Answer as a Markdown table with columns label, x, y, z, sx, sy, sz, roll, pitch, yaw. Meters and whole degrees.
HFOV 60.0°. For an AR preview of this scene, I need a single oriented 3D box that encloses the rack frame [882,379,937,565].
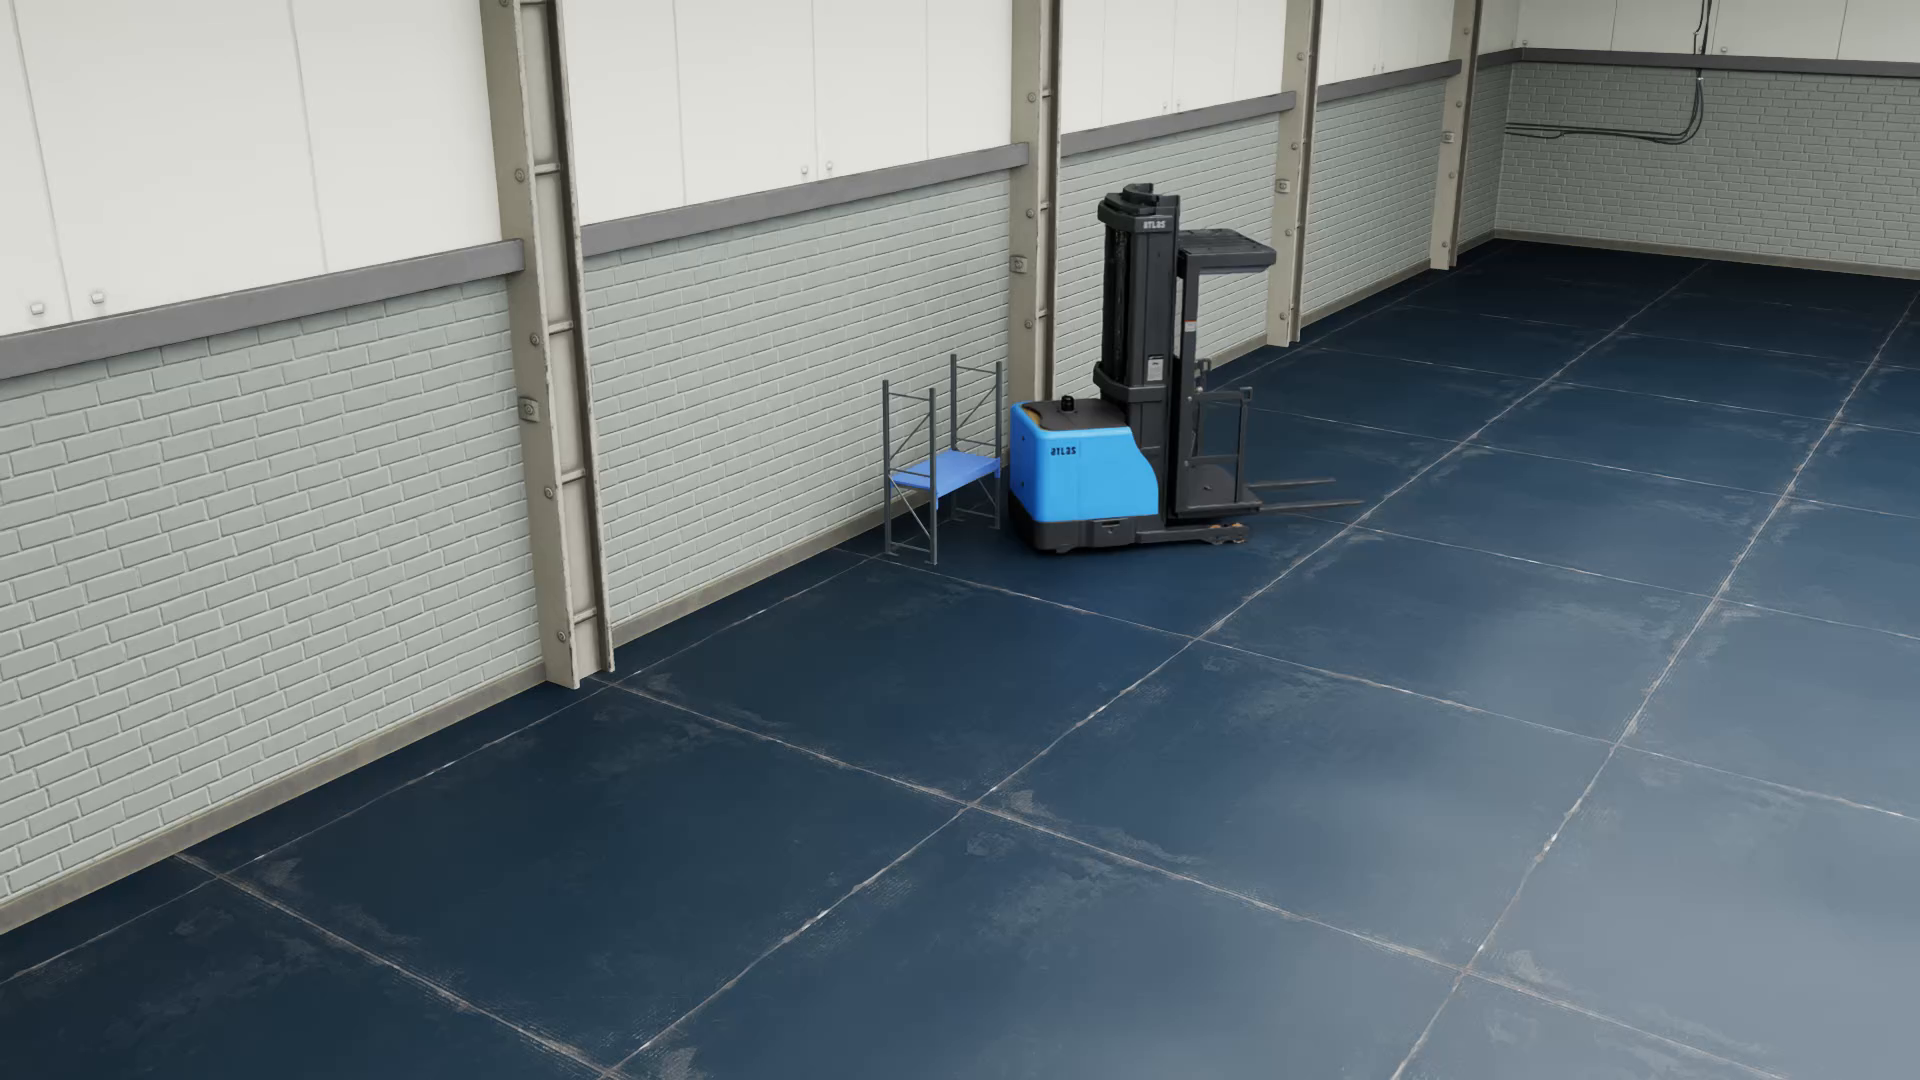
| label | x | y | z | sx | sy | sz | roll | pitch | yaw |
| --- | --- | --- | --- | --- | --- | --- | --- | --- | --- |
| rack frame | -0.410 | -0.546 | 13.580 | 0.500 | 1.500 | 0.032 | 12 | 24 | 30 |

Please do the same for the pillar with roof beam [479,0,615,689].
| label | x | y | z | sx | sy | sz | roll | pitch | yaw |
| --- | --- | --- | --- | --- | --- | --- | --- | --- | --- |
| pillar with roof beam | 0.882 | -2.436 | 7.878 | 9.100 | 9.000 | 0.400 | 13 | 24 | 32 |

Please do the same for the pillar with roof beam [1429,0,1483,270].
| label | x | y | z | sx | sy | sz | roll | pitch | yaw |
| --- | --- | --- | --- | --- | --- | --- | --- | --- | --- |
| pillar with roof beam | 11.001 | -7.600 | 21.841 | 9.100 | 9.000 | 0.400 | 13 | 24 | 32 |

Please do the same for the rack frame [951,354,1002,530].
| label | x | y | z | sx | sy | sz | roll | pitch | yaw |
| --- | --- | --- | --- | --- | --- | --- | --- | --- | --- |
| rack frame | 0.137 | -0.844 | 14.384 | 0.500 | 1.500 | 0.032 | 12 | 24 | 30 |

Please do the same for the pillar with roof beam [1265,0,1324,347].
| label | x | y | z | sx | sy | sz | roll | pitch | yaw |
| --- | --- | --- | --- | --- | --- | --- | --- | --- | --- |
| pillar with roof beam | 7.628 | -5.879 | 17.187 | 9.100 | 9.000 | 0.400 | 13 | 24 | 32 |

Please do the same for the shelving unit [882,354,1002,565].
| label | x | y | z | sx | sy | sz | roll | pitch | yaw |
| --- | --- | --- | --- | --- | --- | --- | --- | --- | --- |
| shelving unit | -0.136 | -0.695 | 13.982 | 0.538 | 1.500 | 1.048 | 12 | 24 | 30 |

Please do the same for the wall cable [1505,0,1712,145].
| label | x | y | z | sx | sy | sz | roll | pitch | yaw |
| --- | --- | --- | --- | --- | --- | --- | --- | --- | --- |
| wall cable | 10.190 | -7.571 | 26.237 | 3.097 | 2.526 | 0.112 | 13 | 24 | 32 |

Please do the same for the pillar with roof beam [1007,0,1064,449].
| label | x | y | z | sx | sy | sz | roll | pitch | yaw |
| --- | --- | --- | --- | --- | --- | --- | --- | --- | --- |
| pillar with roof beam | 4.255 | -4.157 | 12.532 | 9.100 | 9.000 | 0.400 | 13 | 24 | 32 |

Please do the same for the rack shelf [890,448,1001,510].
| label | x | y | z | sx | sy | sz | roll | pitch | yaw |
| --- | --- | --- | --- | --- | --- | --- | --- | --- | --- |
| rack shelf | -0.136 | -0.526 | 14.044 | 0.538 | 0.185 | 1.000 | 12 | 24 | 30 |

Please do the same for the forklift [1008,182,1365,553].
| label | x | y | z | sx | sy | sz | roll | pitch | yaw |
| --- | --- | --- | --- | --- | --- | --- | --- | --- | --- |
| forklift | 1.996 | -1.507 | 14.113 | 3.031 | 2.935 | 1.130 | -4 | 21 | -11 |
